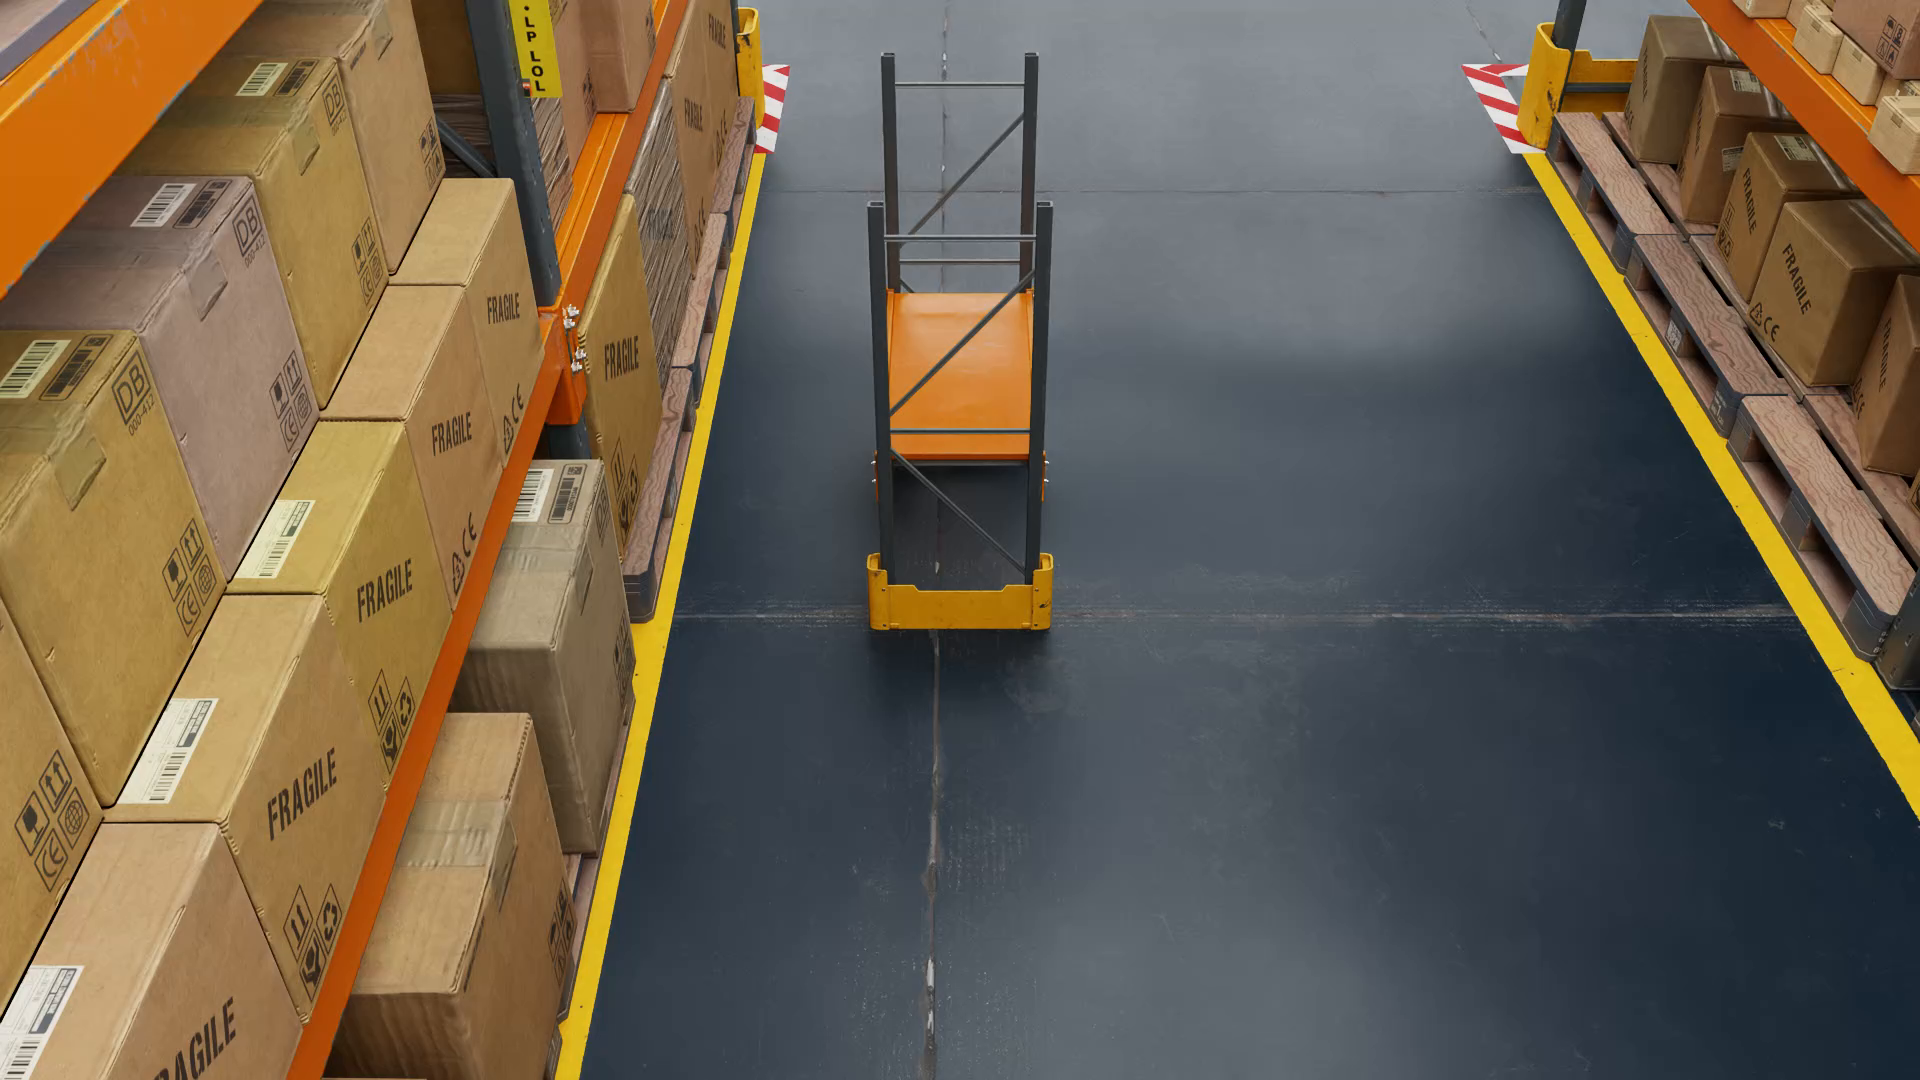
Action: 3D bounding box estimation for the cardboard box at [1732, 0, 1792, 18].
[{"bbox_3d":[3.046,-2.024,6.078,0.380,0.149,0.250,0,39,0],"label":"cardboard box"}]

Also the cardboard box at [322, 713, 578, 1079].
[{"bbox_3d":[-1.488,0.909,3.681,1.050,0.750,0.750,0,39,0],"label":"cardboard box"}]

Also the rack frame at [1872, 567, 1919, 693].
[{"bbox_3d":[3.384,-0.737,4.271,1.000,3.000,0.127,0,39,0],"label":"rack frame"}]

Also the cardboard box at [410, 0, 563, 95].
[{"bbox_3d":[-1.542,-1.507,4.249,0.875,0.550,0.550,0,39,0],"label":"cardboard box"}]

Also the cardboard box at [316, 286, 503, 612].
[{"bbox_3d":[-1.308,-0.194,3.513,0.500,0.500,0.500,0,39,-1],"label":"cardboard box"}]

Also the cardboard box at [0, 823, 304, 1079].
[{"bbox_3d":[-1.306,0.751,2.334,0.500,0.500,0.500,0,39,0],"label":"cardboard box"}]

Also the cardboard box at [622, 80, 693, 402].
[{"bbox_3d":[-1.512,-1.088,6.073,0.875,0.875,0.875,0,39,0],"label":"cardboard box"}]

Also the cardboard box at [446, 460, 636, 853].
[{"bbox_3d":[-1.485,0.305,4.433,1.050,0.750,0.750,0,39,0],"label":"cardboard box"}]

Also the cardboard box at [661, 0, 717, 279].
[{"bbox_3d":[-1.511,-1.659,6.784,0.875,0.875,0.875,-1,39,-1],"label":"cardboard box"}]

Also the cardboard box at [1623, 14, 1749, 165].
[{"bbox_3d":[3.363,-2.036,7.555,0.500,0.500,0.500,7,39,8],"label":"cardboard box"}]

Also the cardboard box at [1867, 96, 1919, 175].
[{"bbox_3d":[3.047,-1.242,5.102,0.380,0.149,0.250,0,39,0],"label":"cardboard box"}]

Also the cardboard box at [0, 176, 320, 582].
[{"bbox_3d":[-1.567,-0.278,2.818,0.700,0.500,0.500,0,39,0],"label":"cardboard box"}]

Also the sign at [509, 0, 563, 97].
[{"bbox_3d":[-1.033,-1.224,4.016,0.100,0.325,0.005,0,39,0],"label":"sign"}]

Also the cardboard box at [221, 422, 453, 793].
[{"bbox_3d":[-1.307,0.122,3.119,0.500,0.500,0.500,0,39,0],"label":"cardboard box"}]

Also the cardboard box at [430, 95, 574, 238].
[{"bbox_3d":[-1.588,-1.086,4.586,0.875,0.550,0.550,0,39,0],"label":"cardboard box"}]

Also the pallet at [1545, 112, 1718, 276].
[{"bbox_3d":[3.345,-1.595,7.571,1.003,0.211,1.213,0,39,0],"label":"pallet"}]

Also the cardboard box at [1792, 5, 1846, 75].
[{"bbox_3d":[3.103,-1.711,5.688,0.380,0.149,0.250,0,39,0],"label":"cardboard box"}]

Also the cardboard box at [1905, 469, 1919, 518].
[{"bbox_3d":[3.424,-0.176,5.234,0.500,0.500,0.500,-1,39,-1],"label":"cardboard box"}]

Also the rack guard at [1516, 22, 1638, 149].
[{"bbox_3d":[3.379,-2.215,8.115,1.175,0.500,0.348,0,39,0],"label":"rack guard"}]

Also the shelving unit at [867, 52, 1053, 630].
[{"bbox_3d":[0.000,-0.633,5.340,0.587,1.500,1.083,0,39,0],"label":"shelving unit"}]

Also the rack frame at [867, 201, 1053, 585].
[{"bbox_3d":[0.000,-0.321,4.951,0.500,1.500,0.032,0,39,0],"label":"rack frame"}]

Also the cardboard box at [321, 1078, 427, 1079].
[{"bbox_3d":[-1.487,1.491,2.954,1.050,0.750,0.750,1,39,1],"label":"cardboard box"}]

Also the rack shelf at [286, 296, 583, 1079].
[{"bbox_3d":[-1.574,0.735,3.010,1.077,0.370,4.000,0,39,0],"label":"rack shelf"}]

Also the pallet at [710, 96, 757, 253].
[{"bbox_3d":[-1.502,-1.710,7.715,1.003,0.211,1.213,0,39,0],"label":"pallet"}]

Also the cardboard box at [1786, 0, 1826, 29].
[{"bbox_3d":[3.179,-1.868,5.883,0.380,0.149,0.250,0,39,0],"label":"cardboard box"}]

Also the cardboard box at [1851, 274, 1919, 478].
[{"bbox_3d":[3.415,-0.534,5.681,0.500,0.500,0.500,12,40,14],"label":"cardboard box"}]

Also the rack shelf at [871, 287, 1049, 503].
[{"bbox_3d":[0.000,-0.498,5.460,0.538,0.185,1.000,0,39,0],"label":"rack shelf"}]

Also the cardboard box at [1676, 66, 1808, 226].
[{"bbox_3d":[3.398,-1.663,7.089,0.500,0.500,0.500,10,40,12],"label":"cardboard box"}]

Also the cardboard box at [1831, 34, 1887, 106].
[{"bbox_3d":[3.138,-1.555,5.493,0.380,0.149,0.250,0,39,0],"label":"cardboard box"}]

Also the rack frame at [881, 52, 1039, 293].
[{"bbox_3d":[-0.001,-0.957,5.744,0.500,1.500,0.032,0,39,0],"label":"rack frame"}]

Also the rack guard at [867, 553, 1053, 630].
[{"bbox_3d":[0.000,0.166,5.343,0.587,0.250,0.087,0,39,0],"label":"rack guard"}]

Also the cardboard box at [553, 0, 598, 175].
[{"bbox_3d":[-1.612,-1.430,5.016,0.875,0.550,0.550,0,39,0],"label":"cardboard box"}]

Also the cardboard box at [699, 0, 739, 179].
[{"bbox_3d":[-1.514,-2.209,7.471,0.875,0.875,0.875,0,39,0],"label":"cardboard box"}]

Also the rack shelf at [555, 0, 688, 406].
[{"bbox_3d":[-1.578,-1.767,6.131,1.077,0.370,4.000,0,39,0],"label":"rack shelf"}]

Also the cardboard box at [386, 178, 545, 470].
[{"bbox_3d":[-1.308,-0.510,3.907,0.500,0.500,0.500,0,39,0],"label":"cardboard box"}]

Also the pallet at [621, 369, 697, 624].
[{"bbox_3d":[-1.499,-0.184,5.811,1.003,0.211,1.213,0,39,0],"label":"pallet"}]

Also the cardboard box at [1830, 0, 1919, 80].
[{"bbox_3d":[3.379,-1.799,5.278,0.875,0.500,0.500,0,39,0],"label":"cardboard box"}]

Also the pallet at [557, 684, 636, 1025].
[{"bbox_3d":[-1.500,0.774,4.615,1.003,0.211,1.213,0,39,0],"label":"pallet"}]

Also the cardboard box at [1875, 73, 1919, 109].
[{"bbox_3d":[3.179,-1.399,5.298,0.380,0.149,0.250,0,39,0],"label":"cardboard box"}]

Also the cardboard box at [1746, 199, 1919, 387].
[{"bbox_3d":[3.336,-0.922,6.165,0.500,0.500,0.500,-3,39,-4],"label":"cardboard box"}]

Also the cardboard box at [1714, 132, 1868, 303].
[{"bbox_3d":[3.380,-1.271,6.601,0.500,0.500,0.500,3,39,4],"label":"cardboard box"}]

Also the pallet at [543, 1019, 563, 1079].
[{"bbox_3d":[-1.496,1.539,3.661,1.003,0.211,1.213,0,39,0],"label":"pallet"}]

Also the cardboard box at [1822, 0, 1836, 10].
[{"bbox_3d":[3.419,-2.112,5.668,0.875,0.500,0.500,0,39,0],"label":"cardboard box"}]

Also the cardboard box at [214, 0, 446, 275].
[{"bbox_3d":[-1.570,-0.915,3.614,0.700,0.500,0.500,-1,39,-1],"label":"cardboard box"}]

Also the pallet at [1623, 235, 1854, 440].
[{"bbox_3d":[3.344,-0.834,6.622,1.003,0.211,1.213,0,39,0],"label":"pallet"}]

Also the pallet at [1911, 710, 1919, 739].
[{"bbox_3d":[3.386,0.838,4.536,1.003,0.211,1.213,0,39,0],"label":"pallet"}]

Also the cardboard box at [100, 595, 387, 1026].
[{"bbox_3d":[-1.304,0.440,2.722,0.500,0.500,0.500,0,39,-1],"label":"cardboard box"}]

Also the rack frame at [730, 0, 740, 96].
[{"bbox_3d":[-1.581,-3.298,7.467,1.000,3.000,0.127,0,39,0],"label":"rack frame"}]

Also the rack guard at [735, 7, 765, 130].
[{"bbox_3d":[-1.581,-2.338,8.267,1.175,0.500,0.348,0,39,0],"label":"rack guard"}]

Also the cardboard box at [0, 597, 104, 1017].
[{"bbox_3d":[-1.567,0.358,2.025,0.700,0.500,0.500,-1,39,-1],"label":"cardboard box"}]

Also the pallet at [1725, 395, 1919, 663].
[{"bbox_3d":[3.348,-0.069,5.667,1.003,0.211,1.213,0,39,0],"label":"pallet"}]

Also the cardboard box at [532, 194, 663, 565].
[{"bbox_3d":[-1.507,-0.525,5.369,0.875,0.875,0.875,1,39,1],"label":"cardboard box"}]

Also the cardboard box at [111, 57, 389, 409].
[{"bbox_3d":[-1.567,-0.594,3.213,0.700,0.500,0.500,-1,39,-1],"label":"cardboard box"}]

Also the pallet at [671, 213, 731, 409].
[{"bbox_3d":[-1.503,-0.949,6.765,1.003,0.211,1.213,0,39,0],"label":"pallet"}]

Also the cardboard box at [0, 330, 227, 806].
[{"bbox_3d":[-1.568,0.038,2.424,0.700,0.500,0.500,0,39,0],"label":"cardboard box"}]

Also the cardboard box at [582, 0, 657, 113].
[{"bbox_3d":[-1.495,-1.768,5.437,0.875,0.550,0.550,0,39,0],"label":"cardboard box"}]

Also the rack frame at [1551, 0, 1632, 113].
[{"bbox_3d":[3.379,-3.238,7.392,1.000,3.000,0.127,0,39,0],"label":"rack frame"}]

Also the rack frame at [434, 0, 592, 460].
[{"bbox_3d":[-1.576,-0.797,4.345,1.000,3.000,0.127,0,39,0],"label":"rack frame"}]
